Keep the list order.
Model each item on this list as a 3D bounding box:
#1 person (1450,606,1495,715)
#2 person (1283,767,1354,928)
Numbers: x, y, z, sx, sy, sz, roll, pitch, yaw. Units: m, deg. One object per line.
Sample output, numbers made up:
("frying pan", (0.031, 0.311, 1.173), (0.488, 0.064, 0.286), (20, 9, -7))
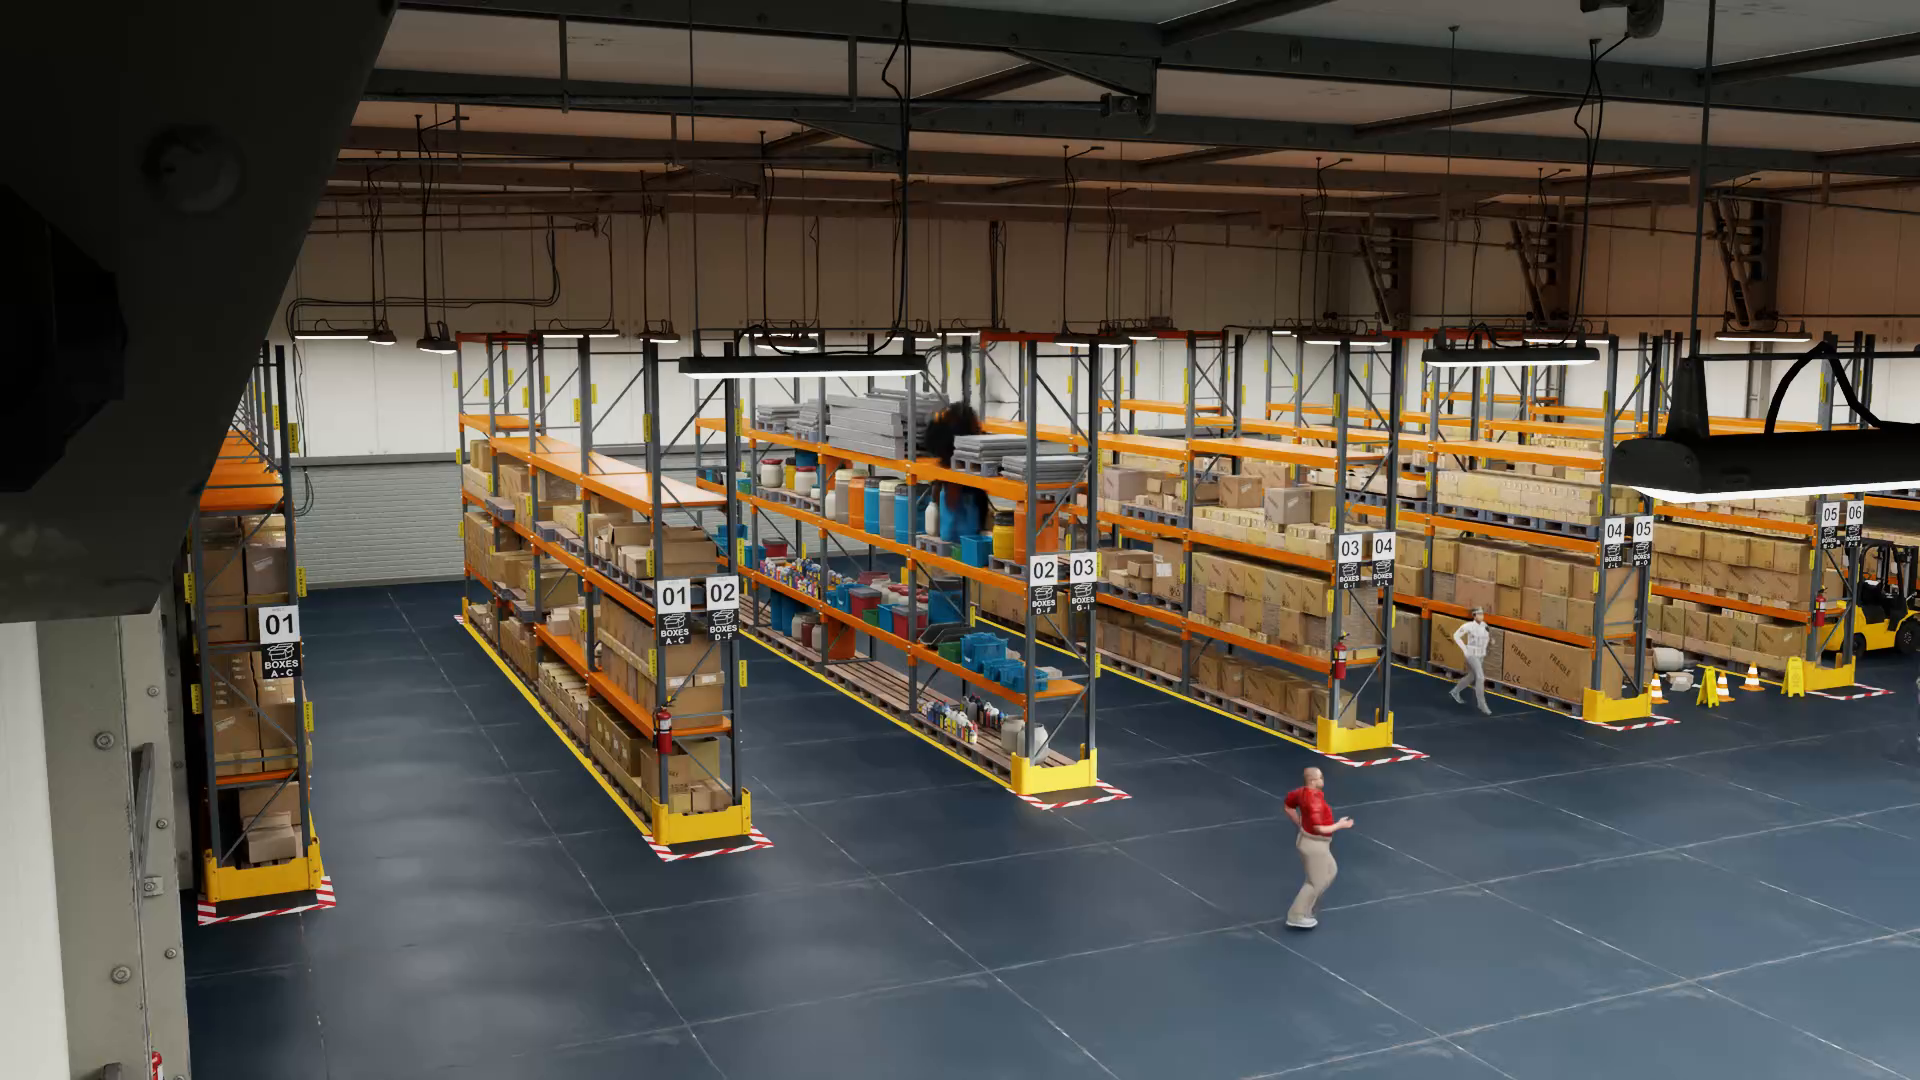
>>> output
("person", (8.273, 1.889, 26.830), (0.592, 1.726, 0.778), (-5, 9, -35))
("person", (3.707, 3.189, 17.200), (0.660, 1.740, 0.644), (0, 8, -3))
